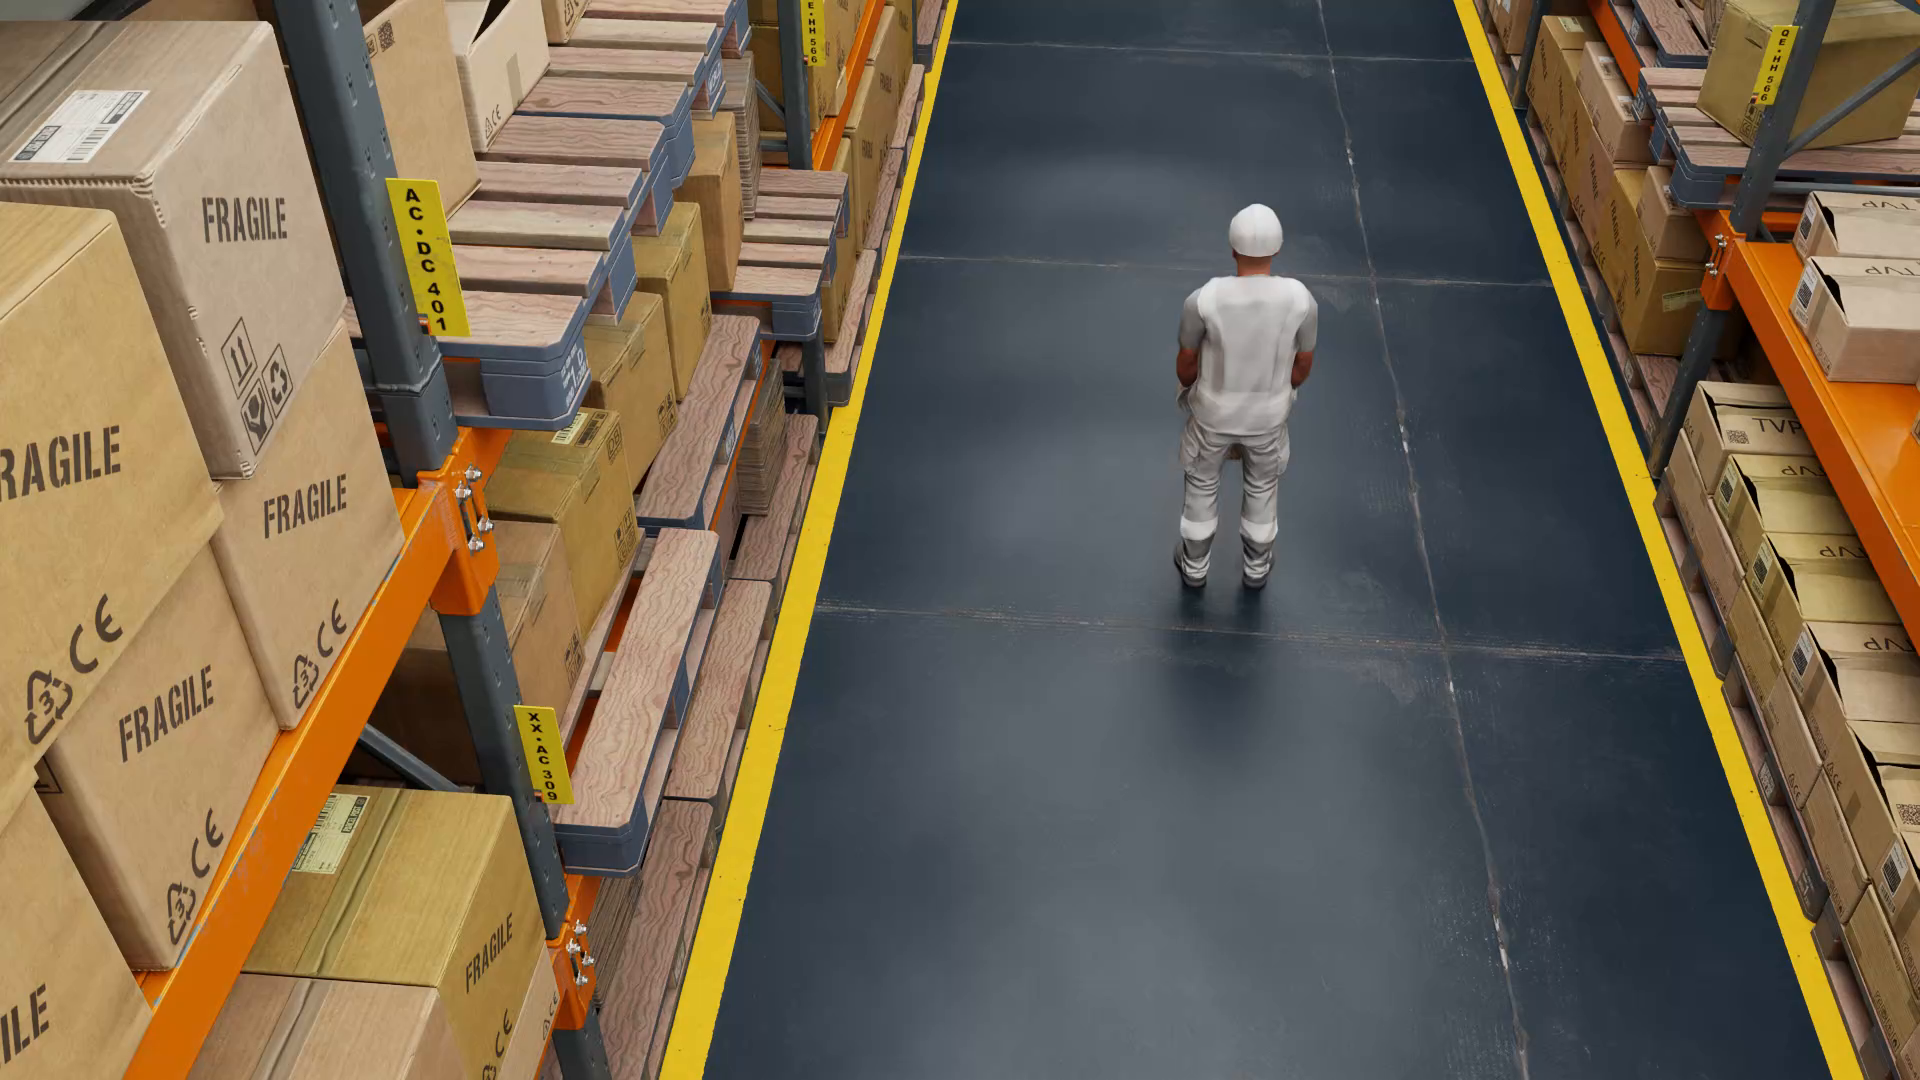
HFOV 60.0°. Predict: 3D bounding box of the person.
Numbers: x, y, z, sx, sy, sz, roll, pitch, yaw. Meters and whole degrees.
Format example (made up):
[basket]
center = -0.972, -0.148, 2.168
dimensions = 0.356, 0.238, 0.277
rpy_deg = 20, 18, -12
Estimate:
[person]
center = 1.132, -0.541, 6.790
dimensions = 0.544, 1.788, 0.414
rpy_deg = 2, 40, 3
